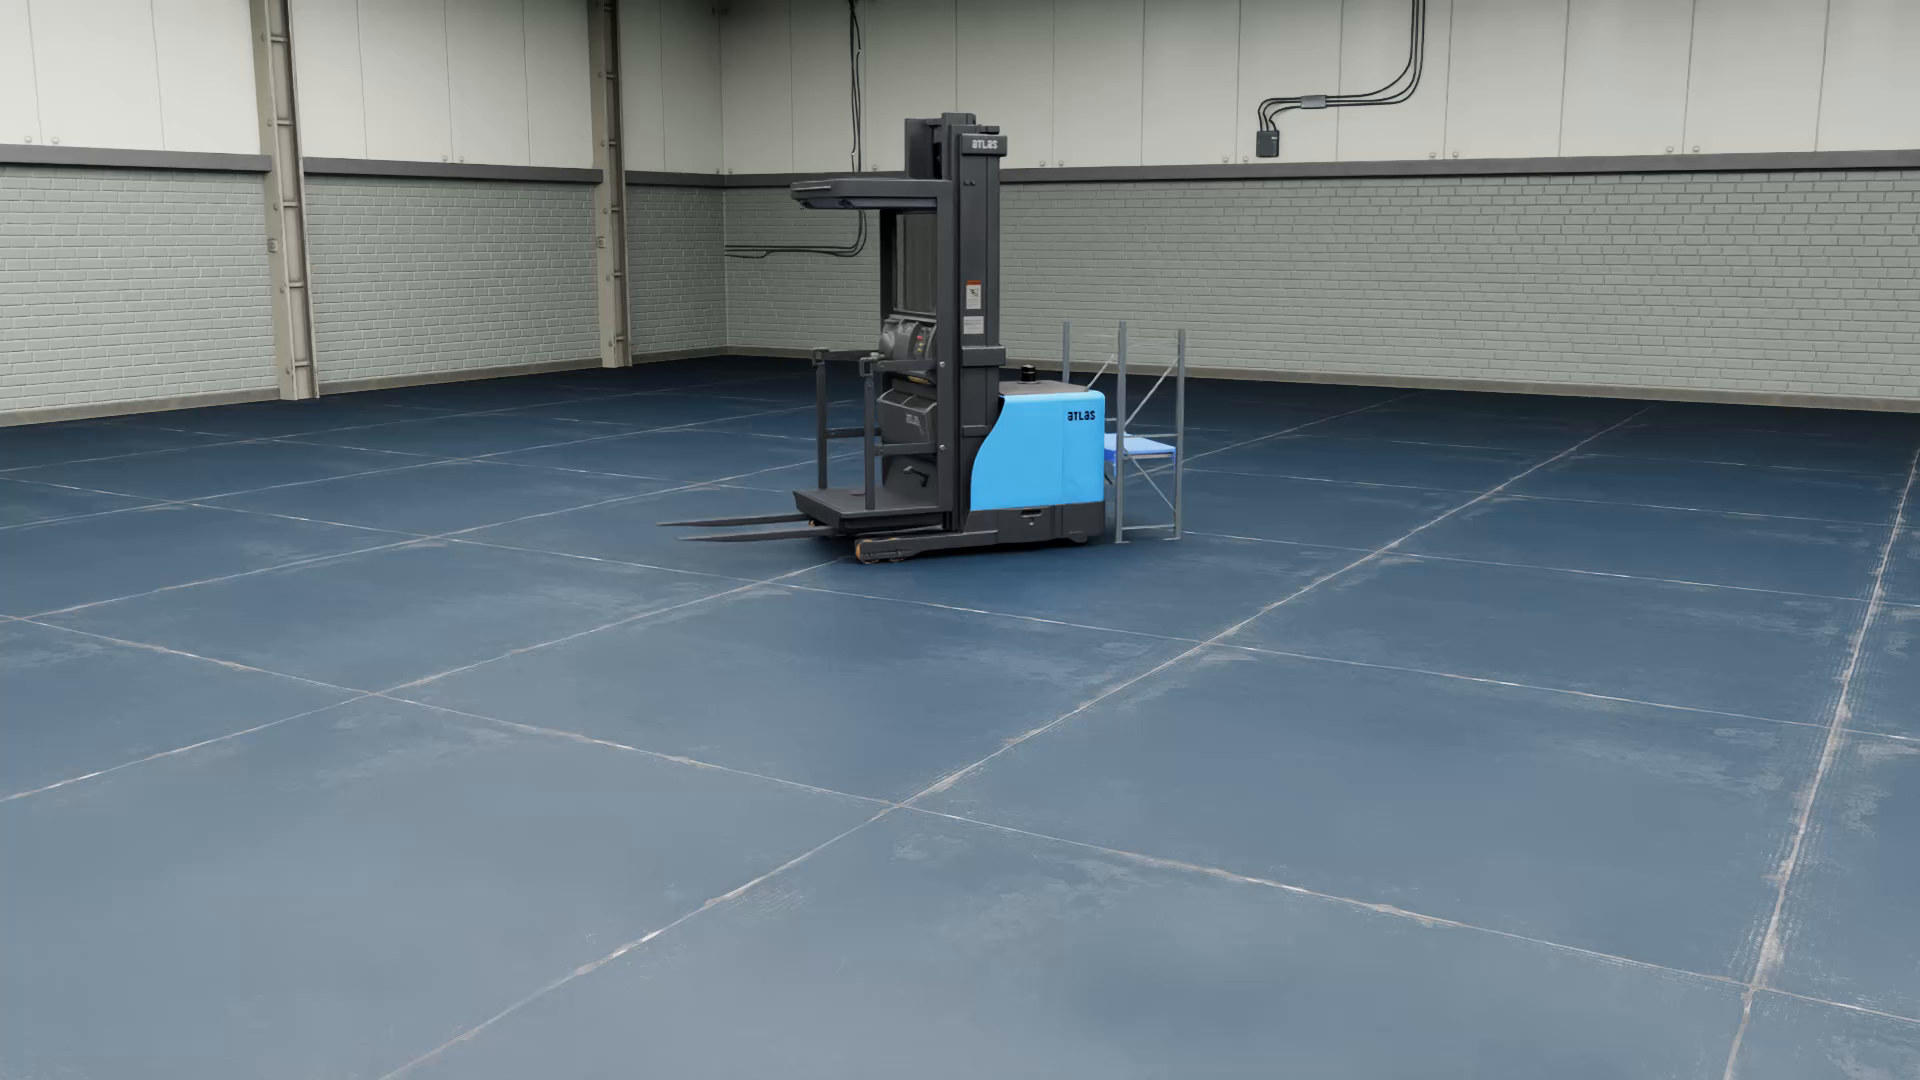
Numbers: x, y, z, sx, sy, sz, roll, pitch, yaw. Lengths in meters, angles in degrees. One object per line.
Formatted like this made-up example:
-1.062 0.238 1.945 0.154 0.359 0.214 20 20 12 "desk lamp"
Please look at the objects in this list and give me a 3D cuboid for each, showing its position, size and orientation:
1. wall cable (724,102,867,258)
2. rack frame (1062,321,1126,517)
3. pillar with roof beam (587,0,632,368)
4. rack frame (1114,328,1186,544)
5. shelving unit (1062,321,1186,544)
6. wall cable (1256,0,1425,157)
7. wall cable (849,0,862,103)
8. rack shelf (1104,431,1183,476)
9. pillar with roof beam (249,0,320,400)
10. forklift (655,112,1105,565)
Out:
-2.879 -6.034 28.082 3.097 2.526 0.112 6 12 31 "wall cable"
1.012 -0.905 12.629 0.500 1.500 0.032 -4 11 -18 "rack frame"
-1.859 -6.812 23.799 9.100 9.000 0.400 6 12 31 "pillar with roof beam"
1.334 -0.728 11.681 0.500 1.500 0.032 -4 11 -18 "rack frame"
1.173 -0.817 12.155 0.538 1.500 1.048 -4 11 -18 "shelving unit"
5.226 -8.322 22.625 2.305 6.003 0.169 6 12 31 "wall cable"
-0.567 -8.258 26.236 3.097 2.526 0.112 6 12 31 "wall cable"
1.173 -0.640 12.188 0.538 0.185 1.000 -4 11 -18 "rack shelf"
-4.974 -5.868 18.758 9.100 9.000 0.400 6 12 31 "pillar with roof beam"
-0.543 -1.388 11.318 3.031 2.935 1.130 -4 12 -23 "forklift"
